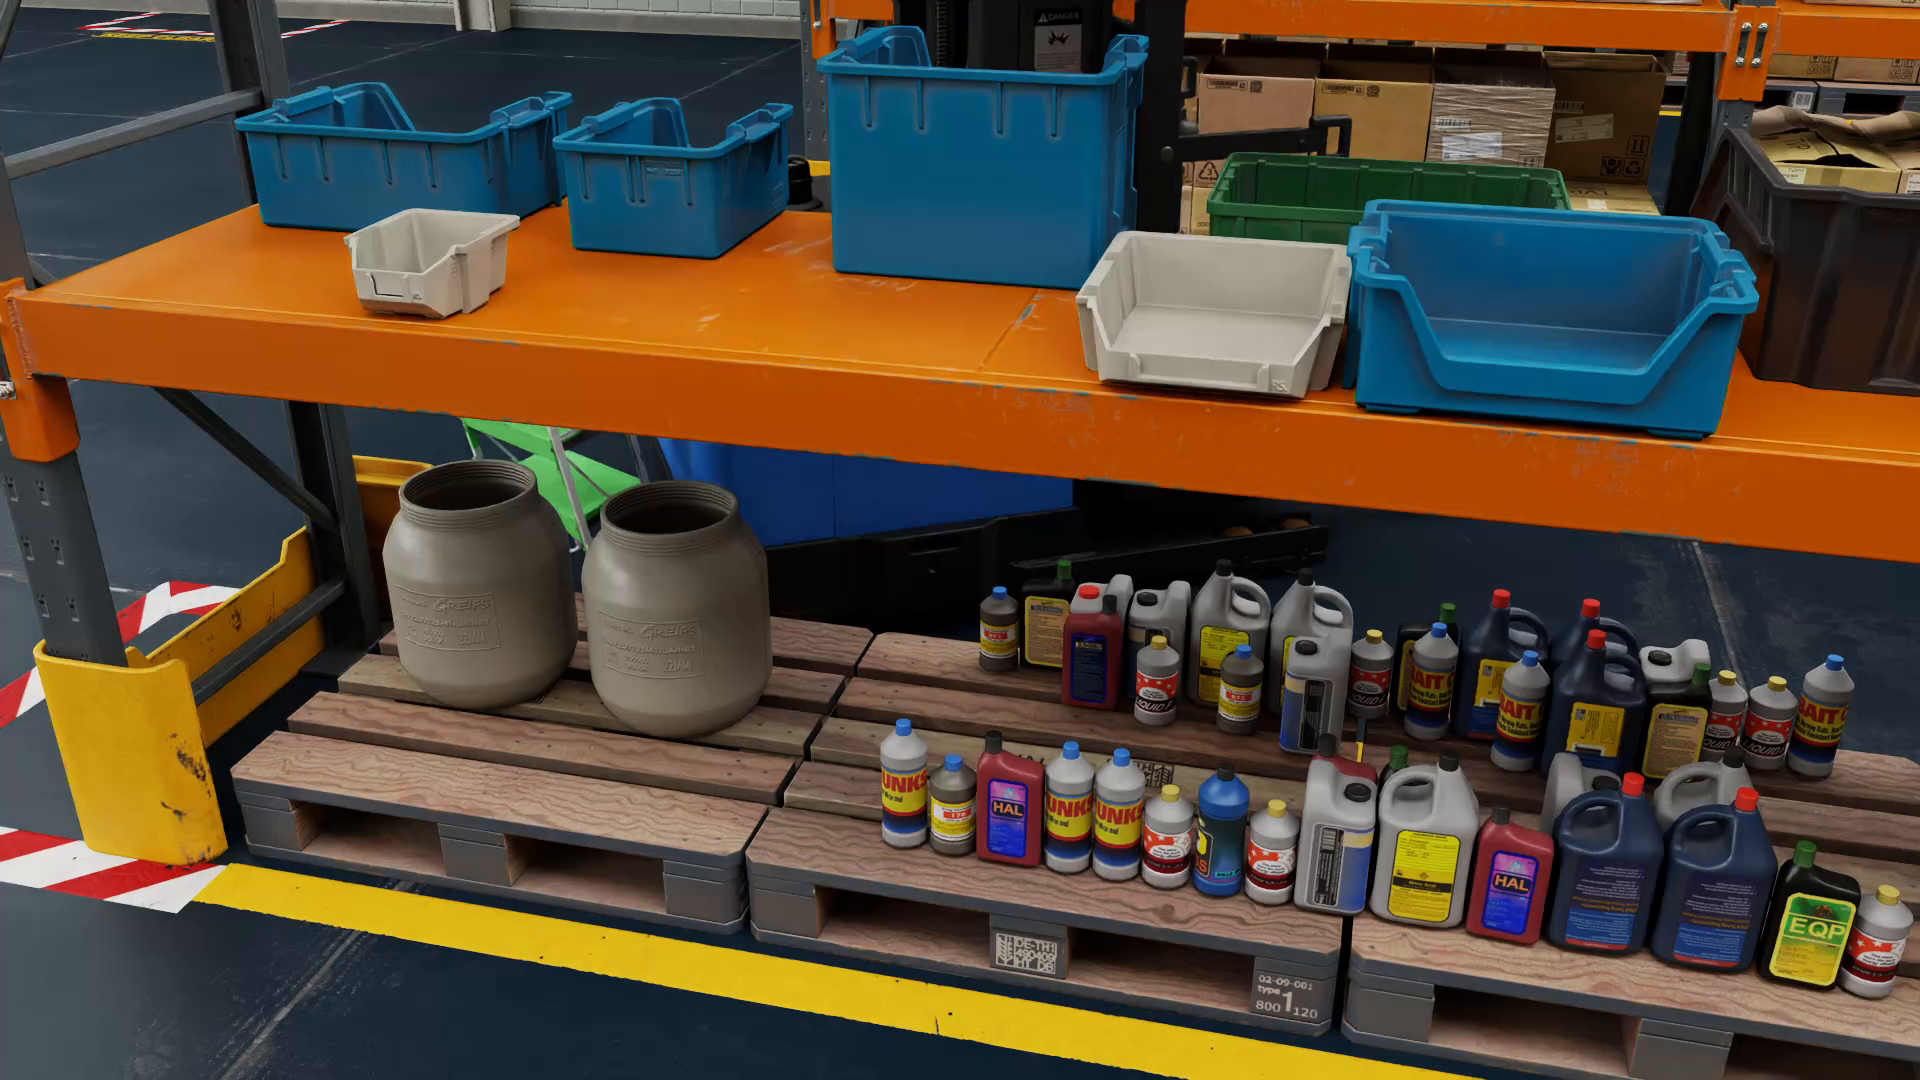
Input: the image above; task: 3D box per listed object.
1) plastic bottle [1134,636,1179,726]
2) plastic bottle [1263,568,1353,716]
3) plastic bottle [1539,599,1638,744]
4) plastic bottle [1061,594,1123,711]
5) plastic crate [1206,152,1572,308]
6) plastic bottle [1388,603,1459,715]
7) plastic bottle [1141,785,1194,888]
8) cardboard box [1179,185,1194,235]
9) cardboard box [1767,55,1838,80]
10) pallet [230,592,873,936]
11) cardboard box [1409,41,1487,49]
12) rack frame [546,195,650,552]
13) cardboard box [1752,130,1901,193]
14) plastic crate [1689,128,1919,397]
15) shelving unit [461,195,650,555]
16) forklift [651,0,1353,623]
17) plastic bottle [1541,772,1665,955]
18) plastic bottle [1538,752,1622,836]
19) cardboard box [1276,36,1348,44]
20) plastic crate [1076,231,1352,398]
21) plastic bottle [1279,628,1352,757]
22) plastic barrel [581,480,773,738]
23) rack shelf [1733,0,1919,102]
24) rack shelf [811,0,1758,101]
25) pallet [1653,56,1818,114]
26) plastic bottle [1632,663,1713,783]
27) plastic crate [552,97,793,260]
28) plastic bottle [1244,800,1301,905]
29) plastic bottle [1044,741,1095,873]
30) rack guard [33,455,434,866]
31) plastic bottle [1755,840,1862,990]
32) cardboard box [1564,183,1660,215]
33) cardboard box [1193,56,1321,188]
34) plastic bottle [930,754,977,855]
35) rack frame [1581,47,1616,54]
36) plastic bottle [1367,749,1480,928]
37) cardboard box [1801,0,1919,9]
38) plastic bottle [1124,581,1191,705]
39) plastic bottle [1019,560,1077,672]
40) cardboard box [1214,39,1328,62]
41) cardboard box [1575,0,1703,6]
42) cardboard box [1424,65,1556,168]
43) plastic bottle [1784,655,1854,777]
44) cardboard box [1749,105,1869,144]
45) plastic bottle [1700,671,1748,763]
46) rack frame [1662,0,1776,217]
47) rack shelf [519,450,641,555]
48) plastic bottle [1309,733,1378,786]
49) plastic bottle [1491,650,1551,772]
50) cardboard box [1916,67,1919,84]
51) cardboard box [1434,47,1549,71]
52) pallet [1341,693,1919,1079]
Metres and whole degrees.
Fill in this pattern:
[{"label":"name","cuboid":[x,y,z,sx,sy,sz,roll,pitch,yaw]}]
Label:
[{"label":"plastic bottle","cuboid":[0.455,0.317,3.838,0.097,0.201,0.097,0,25,0]},{"label":"plastic bottle","cuboid":[0.809,0.232,3.843,0.185,0.351,0.144,6,26,13]},{"label":"plastic bottle","cuboid":[1.404,0.298,3.705,0.185,0.351,0.144,7,26,14]},{"label":"plastic bottle","cuboid":[0.307,0.256,3.871,0.133,0.283,0.061,6,26,13]},{"label":"plastic crate","cuboid":[0.838,-0.608,3.283,0.662,0.188,0.450,6,26,13]},{"label":"plastic bottle","cuboid":[1.072,0.273,3.836,0.133,0.283,0.061,7,26,15]},{"label":"plastic bottle","cuboid":[0.411,0.578,3.290,0.097,0.201,0.097,0,25,0]},{"label":"cardboard box","cuboid":[0.879,-1.623,7.880,0.500,0.250,0.500,6,26,13]},{"label":"cardboard box","cuboid":[5.780,-3.529,11.568,0.500,0.500,0.700,6,26,12]},{"label":"pallet","cuboid":[-0.921,0.468,4.021,1.213,0.211,1.003,6,26,13]},{"label":"cardboard box","cuboid":[3.535,-3.729,11.990,0.500,0.500,0.500,4,26,9]},{"label":"rack frame","cuboid":[-0.982,-0.308,4.415,0.015,1.200,0.240,20,42,41]},{"label":"cardboard box","cuboid":[3.658,-1.556,7.086,0.500,0.311,0.500,6,26,13]},{"label":"plastic crate","cuboid":[1.607,-0.522,2.928,0.504,0.338,0.767,6,26,13]},{"label":"shelving unit","cuboid":[-1.155,-0.372,4.575,0.503,1.200,0.258,20,42,41]},{"label":"forklift","cuboid":[0.599,-1.404,4.789,3.031,2.935,1.130,-8,27,-16]},{"label":"plastic bottle","cuboid":[1.201,0.587,3.097,0.185,0.351,0.144,5,26,10]},{"label":"plastic bottle","cuboid":[1.213,0.557,3.248,0.135,0.276,0.152,6,26,13]},{"label":"cardboard box","cuboid":[2.574,-3.791,12.120,0.500,0.500,0.700,5,26,10]},{"label":"plastic crate","cuboid":[0.447,-0.390,2.886,0.437,0.136,0.530,6,26,13]},{"label":"plastic bottle","cuboid":[0.797,0.330,3.724,0.135,0.276,0.152,6,26,13]},{"label":"plastic barrel","cuboid":[-0.650,0.157,3.836,0.421,0.512,0.421,0,25,0]},{"label":"rack shelf","cuboid":[5.257,-1.963,6.721,4.000,0.370,1.077,6,26,13]},{"label":"rack shelf","cuboid":[1.383,-2.392,7.621,4.000,0.370,1.077,6,26,13]},{"label":"pallet","cuboid":[5.304,-3.223,11.775,1.213,0.211,1.003,6,26,13]},{"label":"plastic bottle","cuboid":[1.537,0.392,3.586,0.133,0.283,0.061,6,26,13]},{"label":"plastic crate","cuboid":[-0.605,-0.801,3.615,0.408,0.251,0.499,6,26,13]},{"label":"plastic bottle","cuboid":[0.610,0.600,3.244,0.097,0.201,0.097,0,25,0]},{"label":"plastic bottle","cuboid":[0.219,0.525,3.320,0.097,0.271,0.097,0,25,0]},{"label":"rack guard","cuboid":[-1.706,0.248,4.147,0.348,0.500,1.175,6,26,13]},{"label":"plastic bottle","cuboid":[1.534,0.673,2.995,0.133,0.283,0.061,8,27,16]},{"label":"cardboard box","cuboid":[2.816,-1.409,7.430,0.500,0.250,0.500,6,26,13]},{"label":"cardboard box","cuboid":[1.362,-1.906,7.601,0.500,0.500,0.500,6,26,13]},{"label":"plastic bottle","cuboid":[-0.013,0.531,3.389,0.097,0.201,0.097,0,25,0]},{"label":"rack frame","cuboid":[4.550,-4.565,11.349,0.127,3.000,1.000,6,26,13]},{"label":"plastic bottle","cuboid":[0.888,0.553,3.169,0.185,0.351,0.144,6,26,13]},{"label":"cardboard box","cuboid":[3.807,-2.400,6.976,0.500,0.250,0.500,8,27,16]},{"label":"plastic bottle","cuboid":[0.468,0.230,3.935,0.135,0.276,0.152,6,26,12]},{"label":"plastic bottle","cuboid":[0.214,0.178,4.035,0.133,0.283,0.061,7,26,14]},{"label":"cardboard box","cuboid":[1.495,-2.129,8.069,0.500,0.500,0.500,6,26,13]},{"label":"cardboard box","cuboid":[2.888,-2.592,7.089,0.500,0.500,0.700,6,26,12]},{"label":"cardboard box","cuboid":[2.335,-1.806,7.392,0.500,0.500,0.500,6,26,13]},{"label":"plastic bottle","cuboid":[1.883,0.376,3.633,0.097,0.271,0.097,0,25,0]},{"label":"cardboard box","cuboid":[3.783,-1.780,7.556,0.500,0.311,0.500,6,26,13]},{"label":"plastic bottle","cuboid":[1.686,0.386,3.693,0.097,0.201,0.097,0,25,0]},{"label":"rack frame","cuboid":[3.320,-2.502,7.016,0.127,3.000,1.000,6,26,13]},{"label":"rack shelf","cuboid":[-1.109,-0.114,4.728,0.480,0.148,0.258,20,42,41]},{"label":"plastic bottle","cuboid":[0.758,0.520,3.317,0.133,0.283,0.061,6,26,13]},{"label":"plastic bottle","cuboid":[1.233,0.368,3.649,0.097,0.271,0.097,0,25,0]},{"label":"cardboard box","cuboid":[6.755,-3.407,11.313,0.500,0.500,0.700,6,26,13]},{"label":"cardboard box","cuboid":[2.462,-2.019,7.840,0.500,0.500,0.500,6,26,13]},{"label":"pallet","cuboid":[1.442,0.729,3.473,1.213,0.211,1.003,6,26,13]}]
